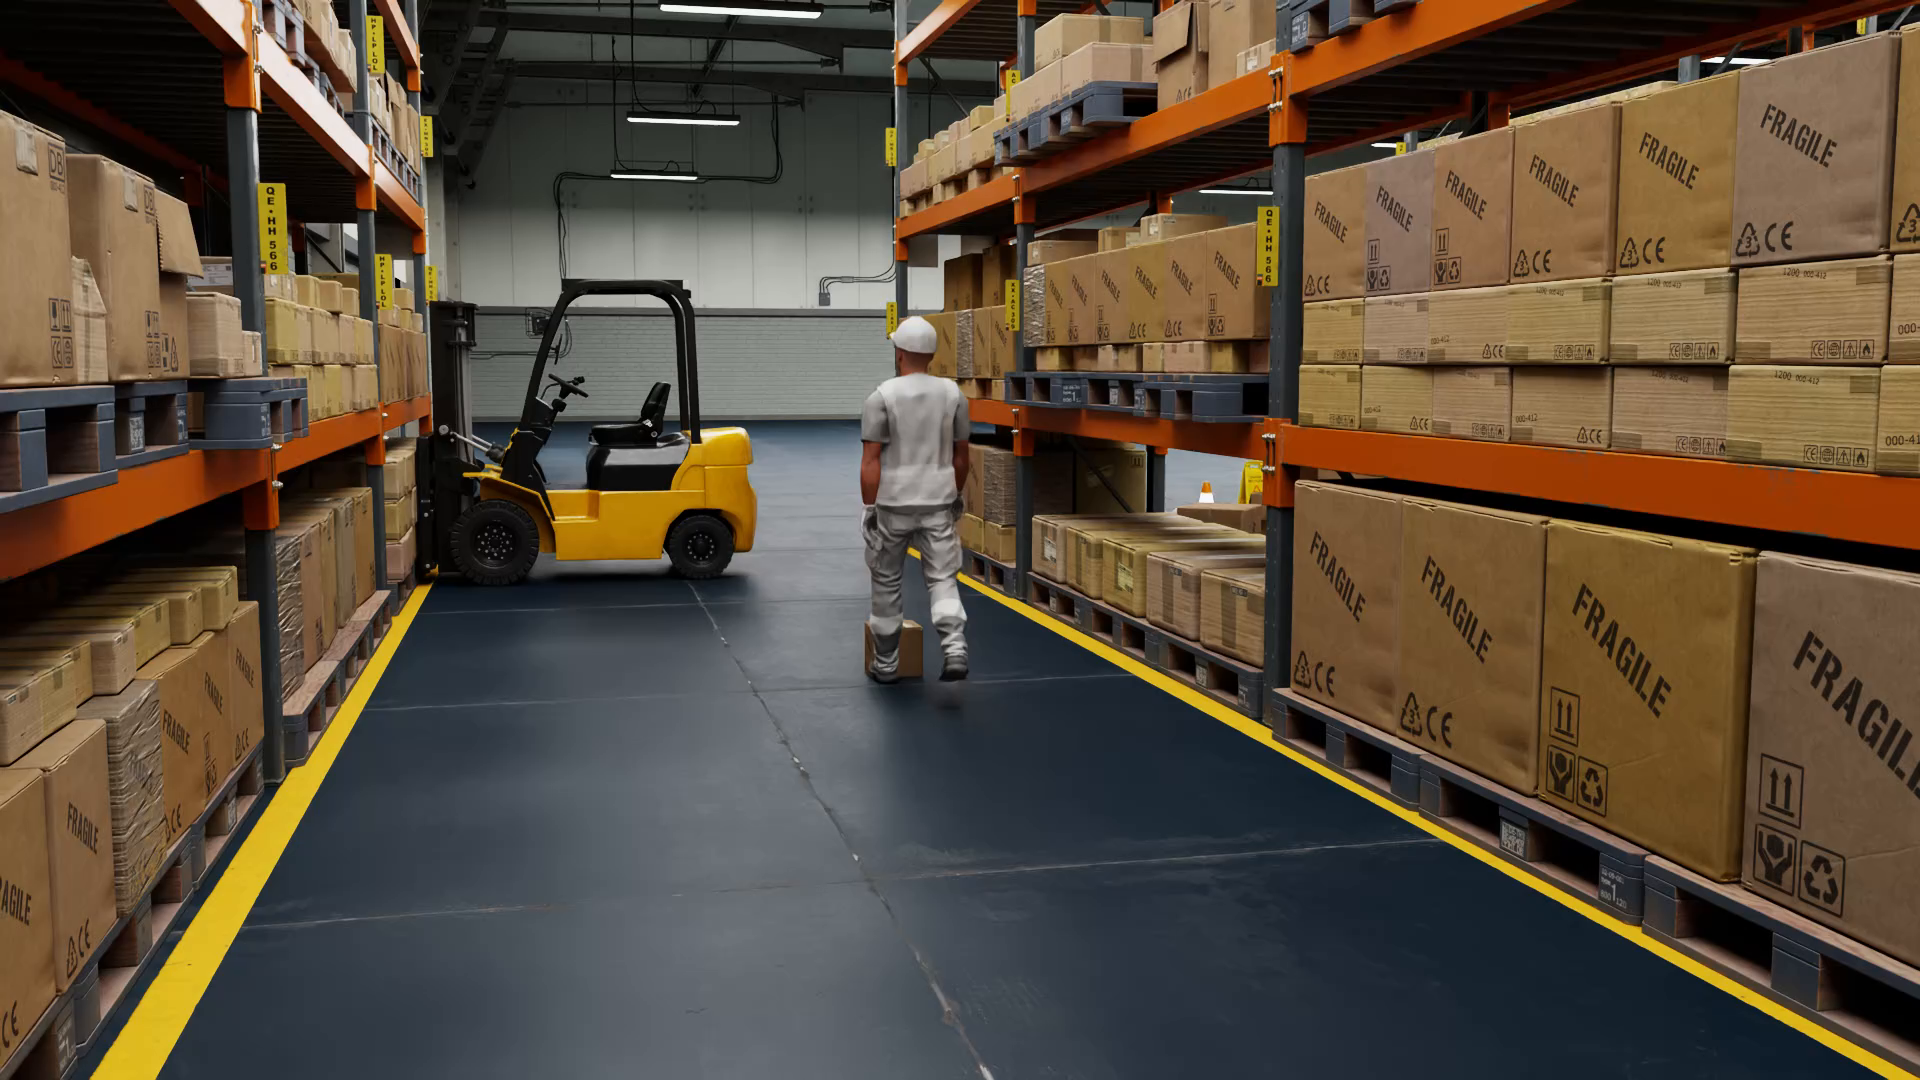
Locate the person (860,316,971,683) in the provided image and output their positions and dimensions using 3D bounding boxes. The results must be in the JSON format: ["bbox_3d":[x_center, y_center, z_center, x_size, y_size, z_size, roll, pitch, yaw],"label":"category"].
[{"bbox_3d":[-0.222,-0.167,7.866,0.556,1.761,0.912,-1,6,-12],"label":"person"}]
